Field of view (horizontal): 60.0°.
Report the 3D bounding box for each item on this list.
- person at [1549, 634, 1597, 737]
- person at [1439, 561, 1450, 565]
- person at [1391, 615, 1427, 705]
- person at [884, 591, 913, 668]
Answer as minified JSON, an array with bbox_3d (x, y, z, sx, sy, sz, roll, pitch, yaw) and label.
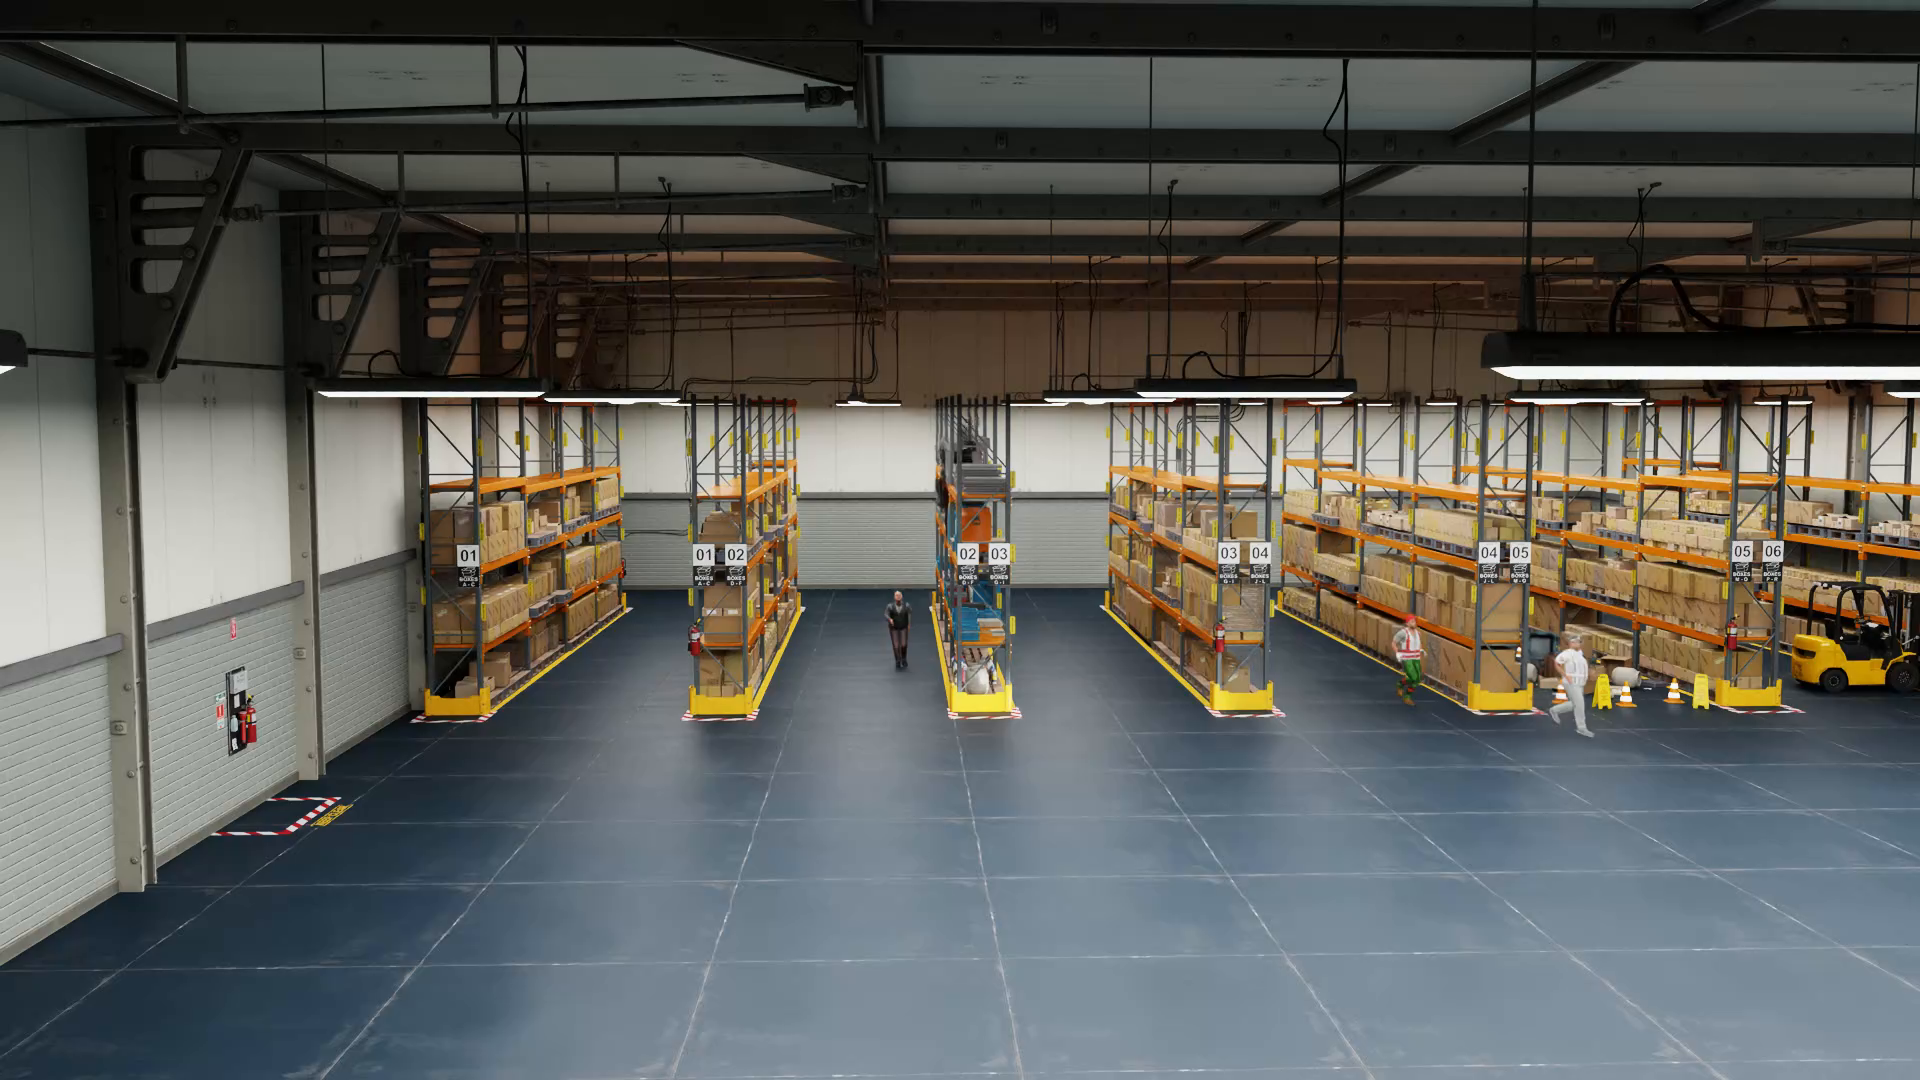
[{"bbox_3d":[10.827,2.538,29.418,0.663,1.787,0.917,-4,6,-43],"label":"person"},{"bbox_3d":[14.481,0.989,49.255,0.905,1.785,0.718,1,5,14],"label":"person"},{"bbox_3d":[8.748,2.323,32.275,0.666,1.748,0.591,-2,5,-26],"label":"person"},{"bbox_3d":[-1.359,1.987,36.704,0.653,1.707,0.664,0,4,0],"label":"person"}]
